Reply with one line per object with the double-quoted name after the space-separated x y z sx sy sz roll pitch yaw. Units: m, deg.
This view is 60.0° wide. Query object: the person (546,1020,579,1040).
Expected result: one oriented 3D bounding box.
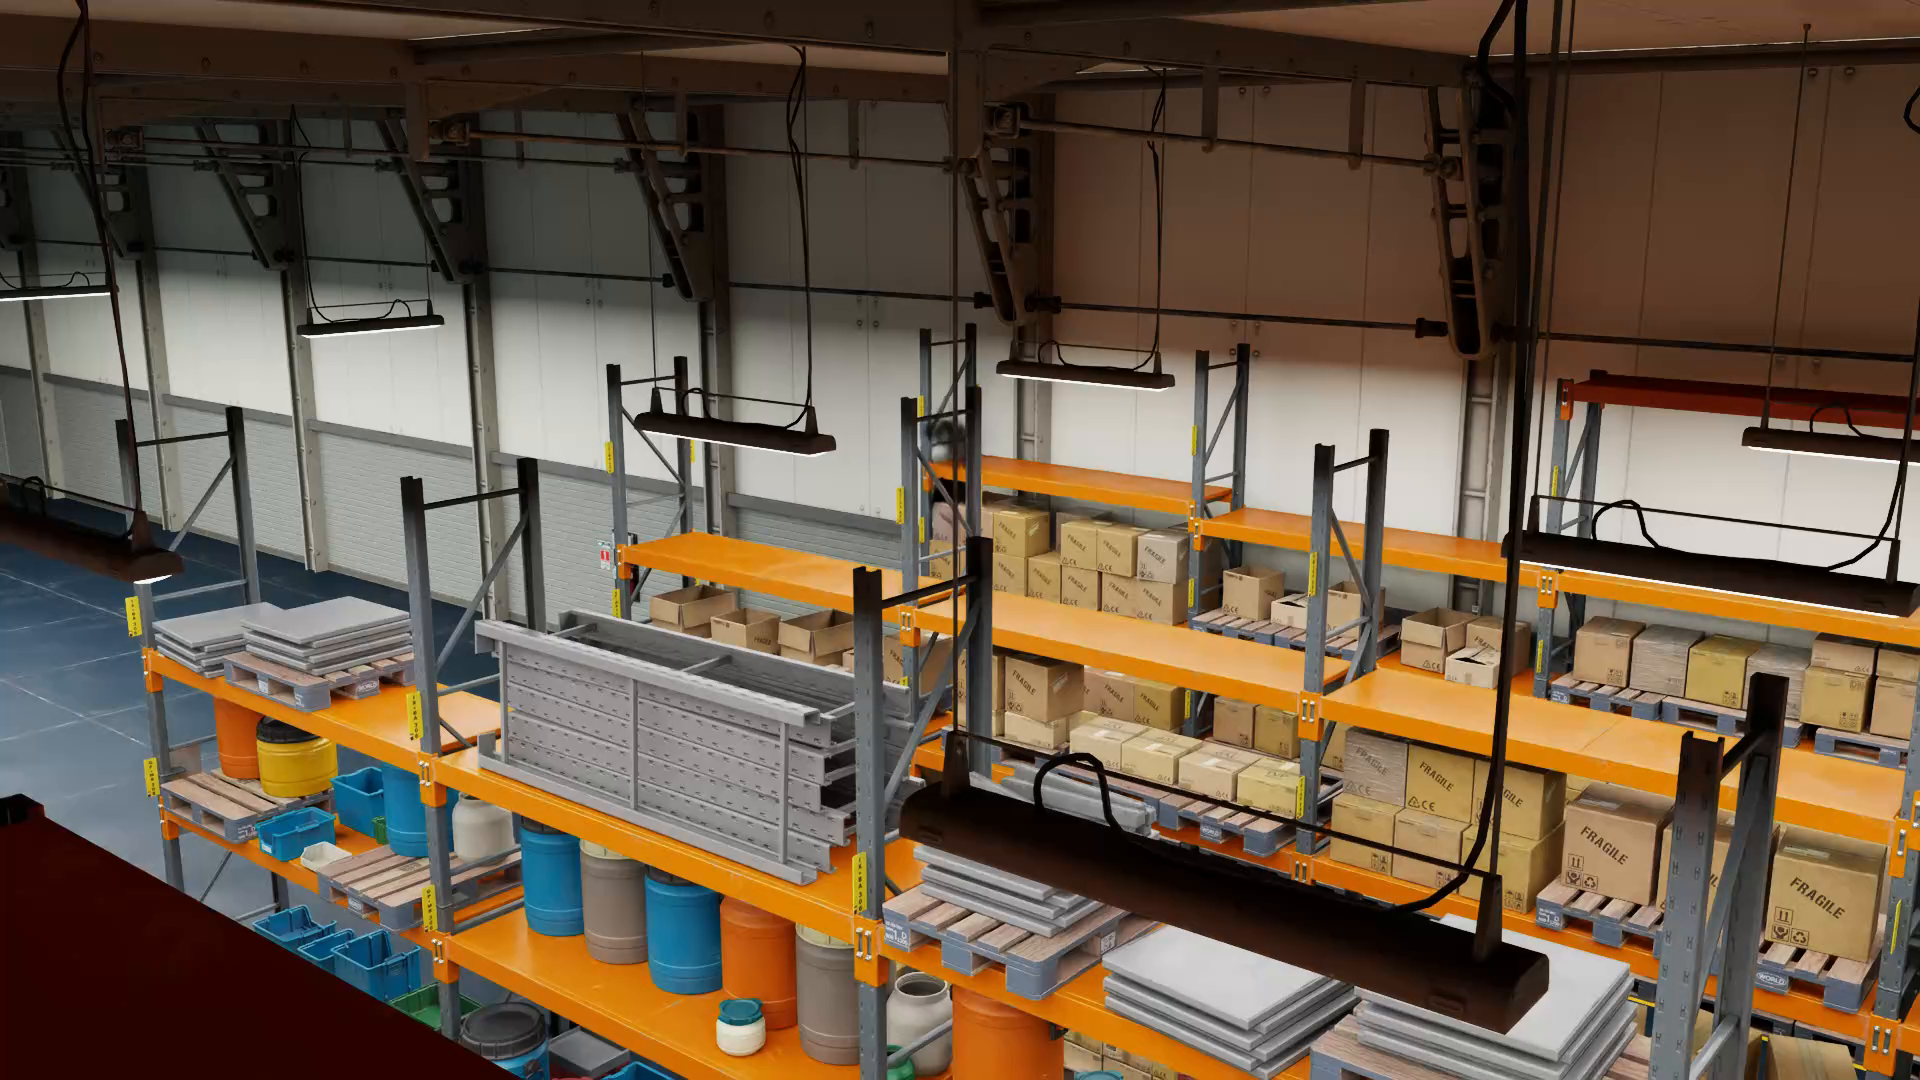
-3.375 4.065 14.563 0.576 1.618 0.591 8 15 31 "person"
